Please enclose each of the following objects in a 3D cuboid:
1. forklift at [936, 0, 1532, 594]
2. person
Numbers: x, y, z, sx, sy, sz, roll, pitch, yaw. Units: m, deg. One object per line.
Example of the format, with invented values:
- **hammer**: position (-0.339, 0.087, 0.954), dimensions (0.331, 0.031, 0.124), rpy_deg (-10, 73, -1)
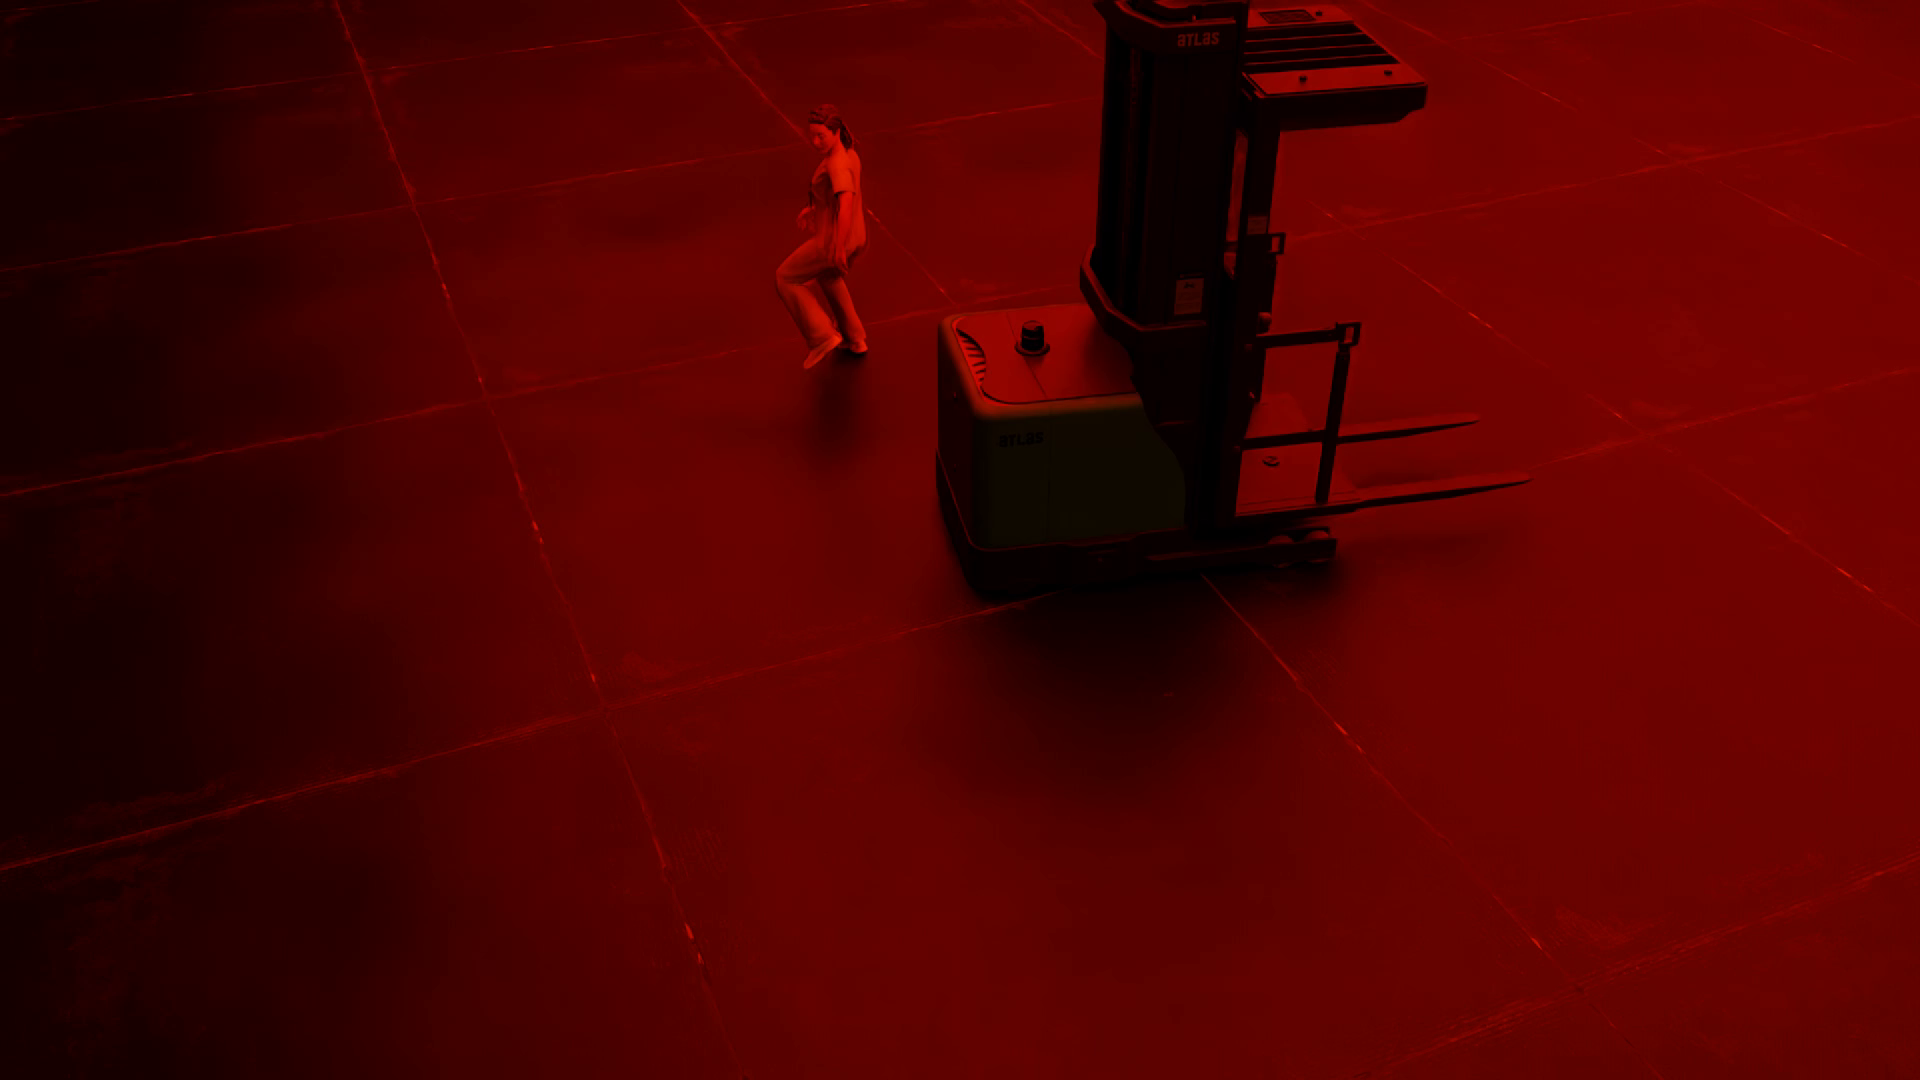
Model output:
- **forklift**: position (1.443, -1.348, 7.994), dimensions (3.031, 2.935, 1.130), rpy_deg (-7, 36, -9)
- **person**: position (-0.775, -1.771, 9.756), dimensions (0.601, 1.587, 0.666), rpy_deg (15, 38, 20)
